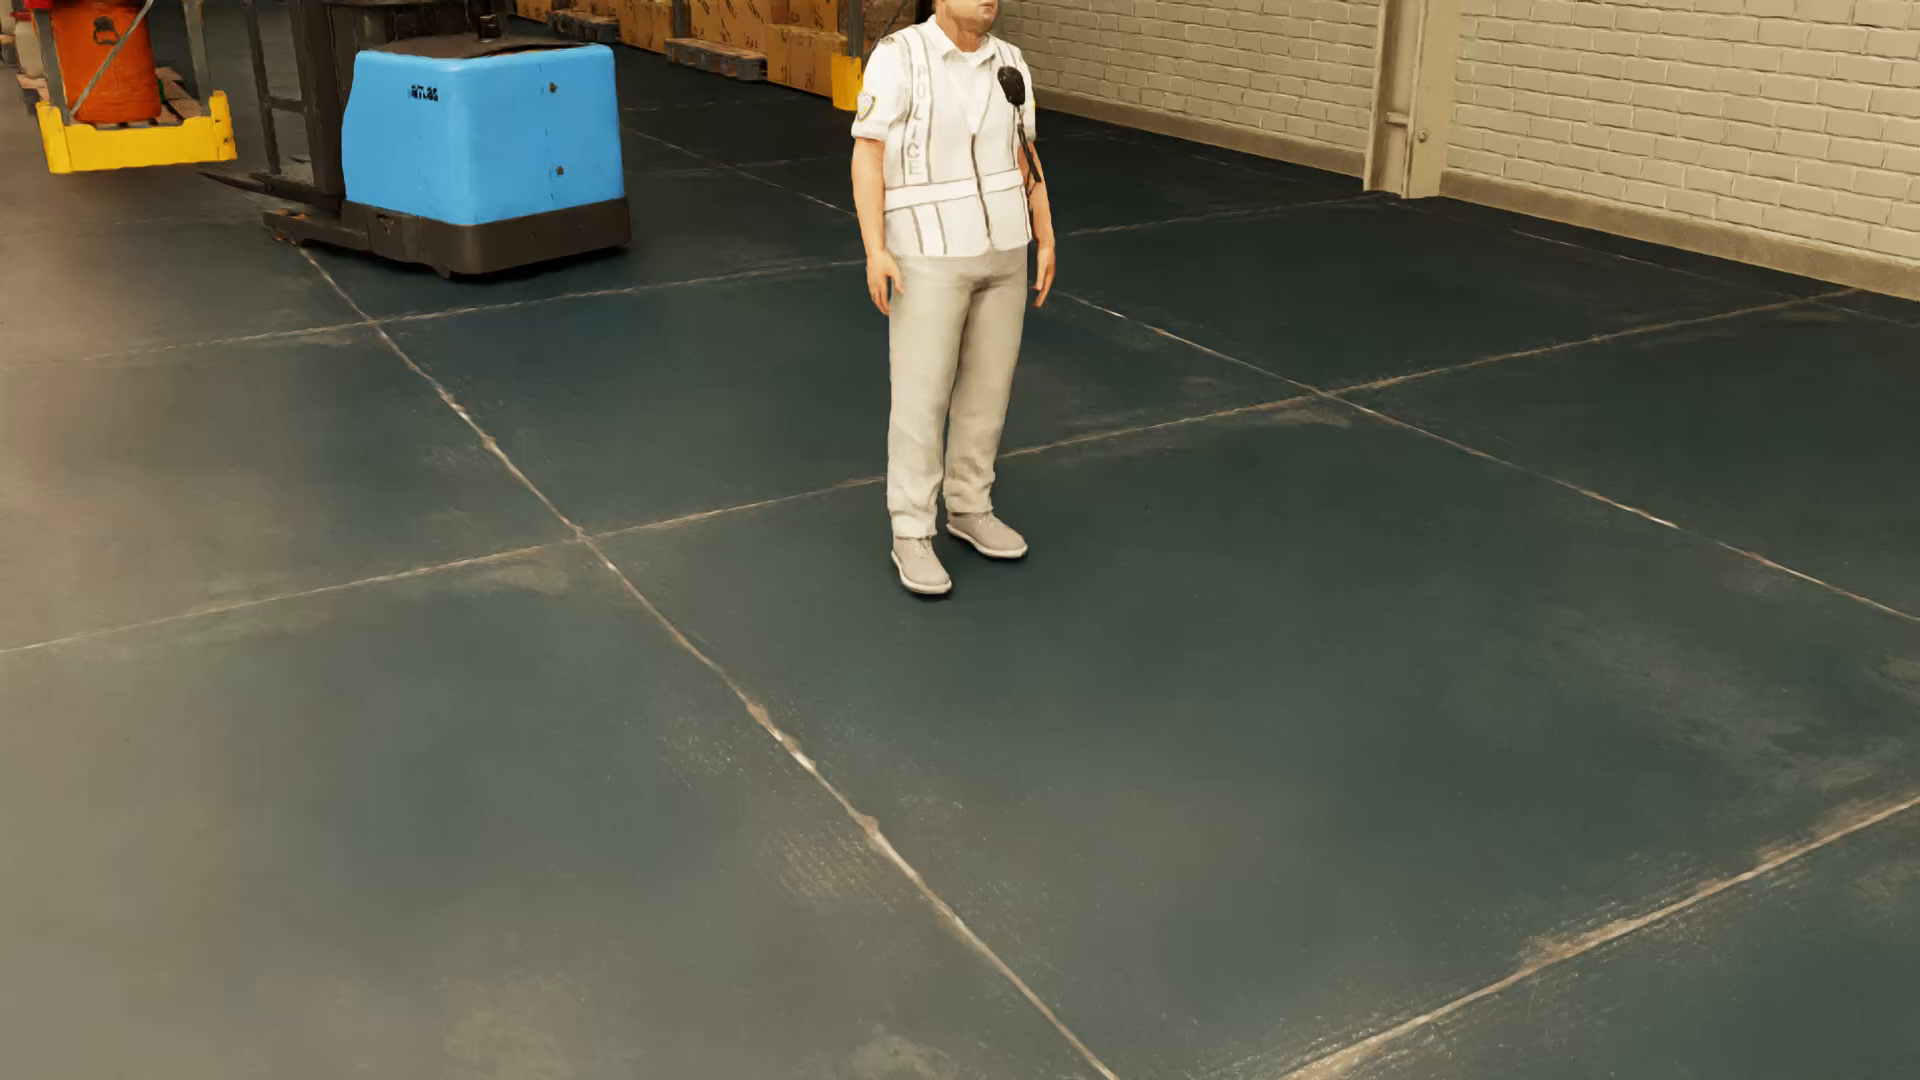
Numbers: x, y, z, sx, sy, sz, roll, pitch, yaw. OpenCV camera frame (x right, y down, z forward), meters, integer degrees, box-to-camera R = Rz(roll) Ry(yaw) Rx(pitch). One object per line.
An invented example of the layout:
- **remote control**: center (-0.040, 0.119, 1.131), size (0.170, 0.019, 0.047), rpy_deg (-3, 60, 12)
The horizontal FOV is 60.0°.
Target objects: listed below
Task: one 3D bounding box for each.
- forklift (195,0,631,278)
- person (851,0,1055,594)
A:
- **forklift**: center (-3.195, -3.090, 8.805), size (3.031, 2.935, 1.130), rpy_deg (18, 28, 36)
- **person**: center (0.029, -0.803, 4.726), size (0.640, 1.778, 0.574), rpy_deg (-12, 25, -28)
